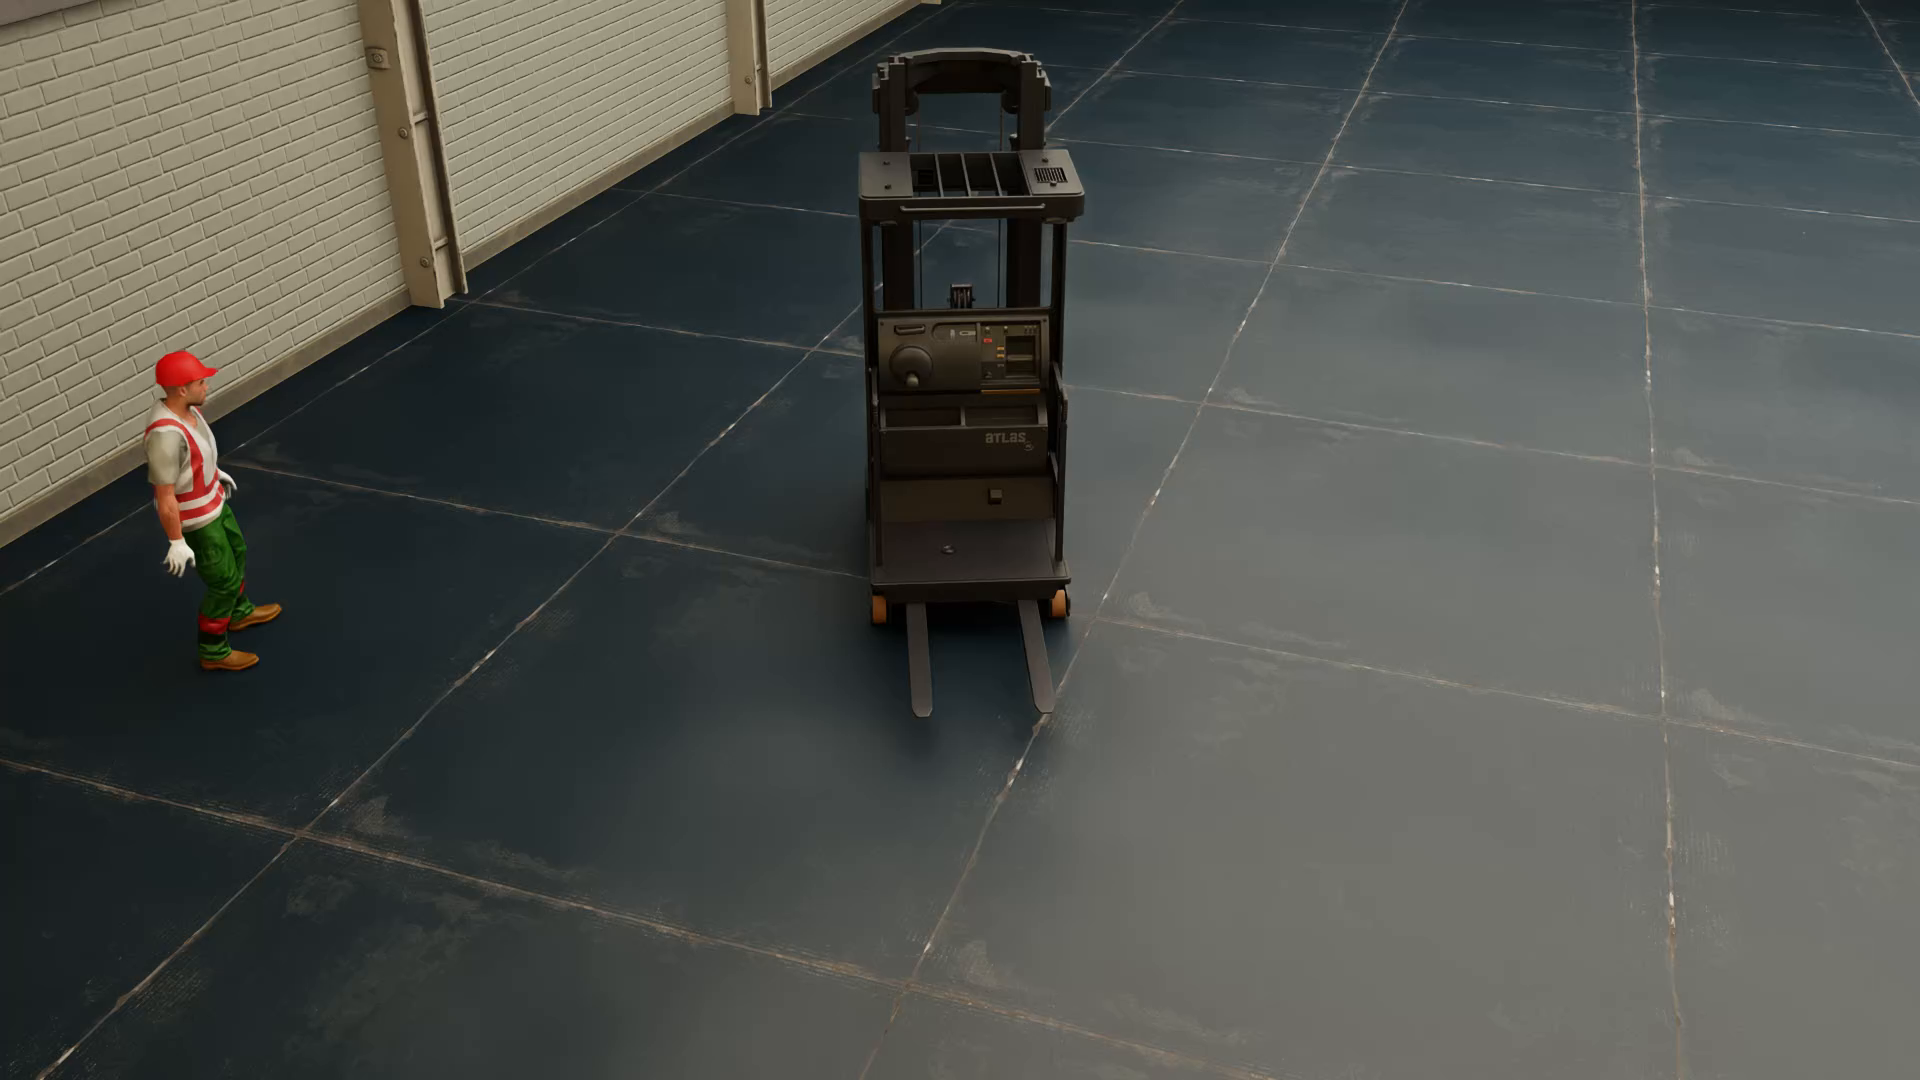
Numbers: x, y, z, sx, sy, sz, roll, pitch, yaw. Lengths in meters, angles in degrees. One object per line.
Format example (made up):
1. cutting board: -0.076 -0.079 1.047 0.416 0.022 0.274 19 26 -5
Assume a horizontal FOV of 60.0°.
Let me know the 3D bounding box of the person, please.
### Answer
1. person: -3.899 -0.151 8.590 0.420 1.755 0.818 -7 30 -12

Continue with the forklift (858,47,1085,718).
1. forklift: 0.035 -0.972 8.842 1.130 2.935 3.031 -2 30 -3
